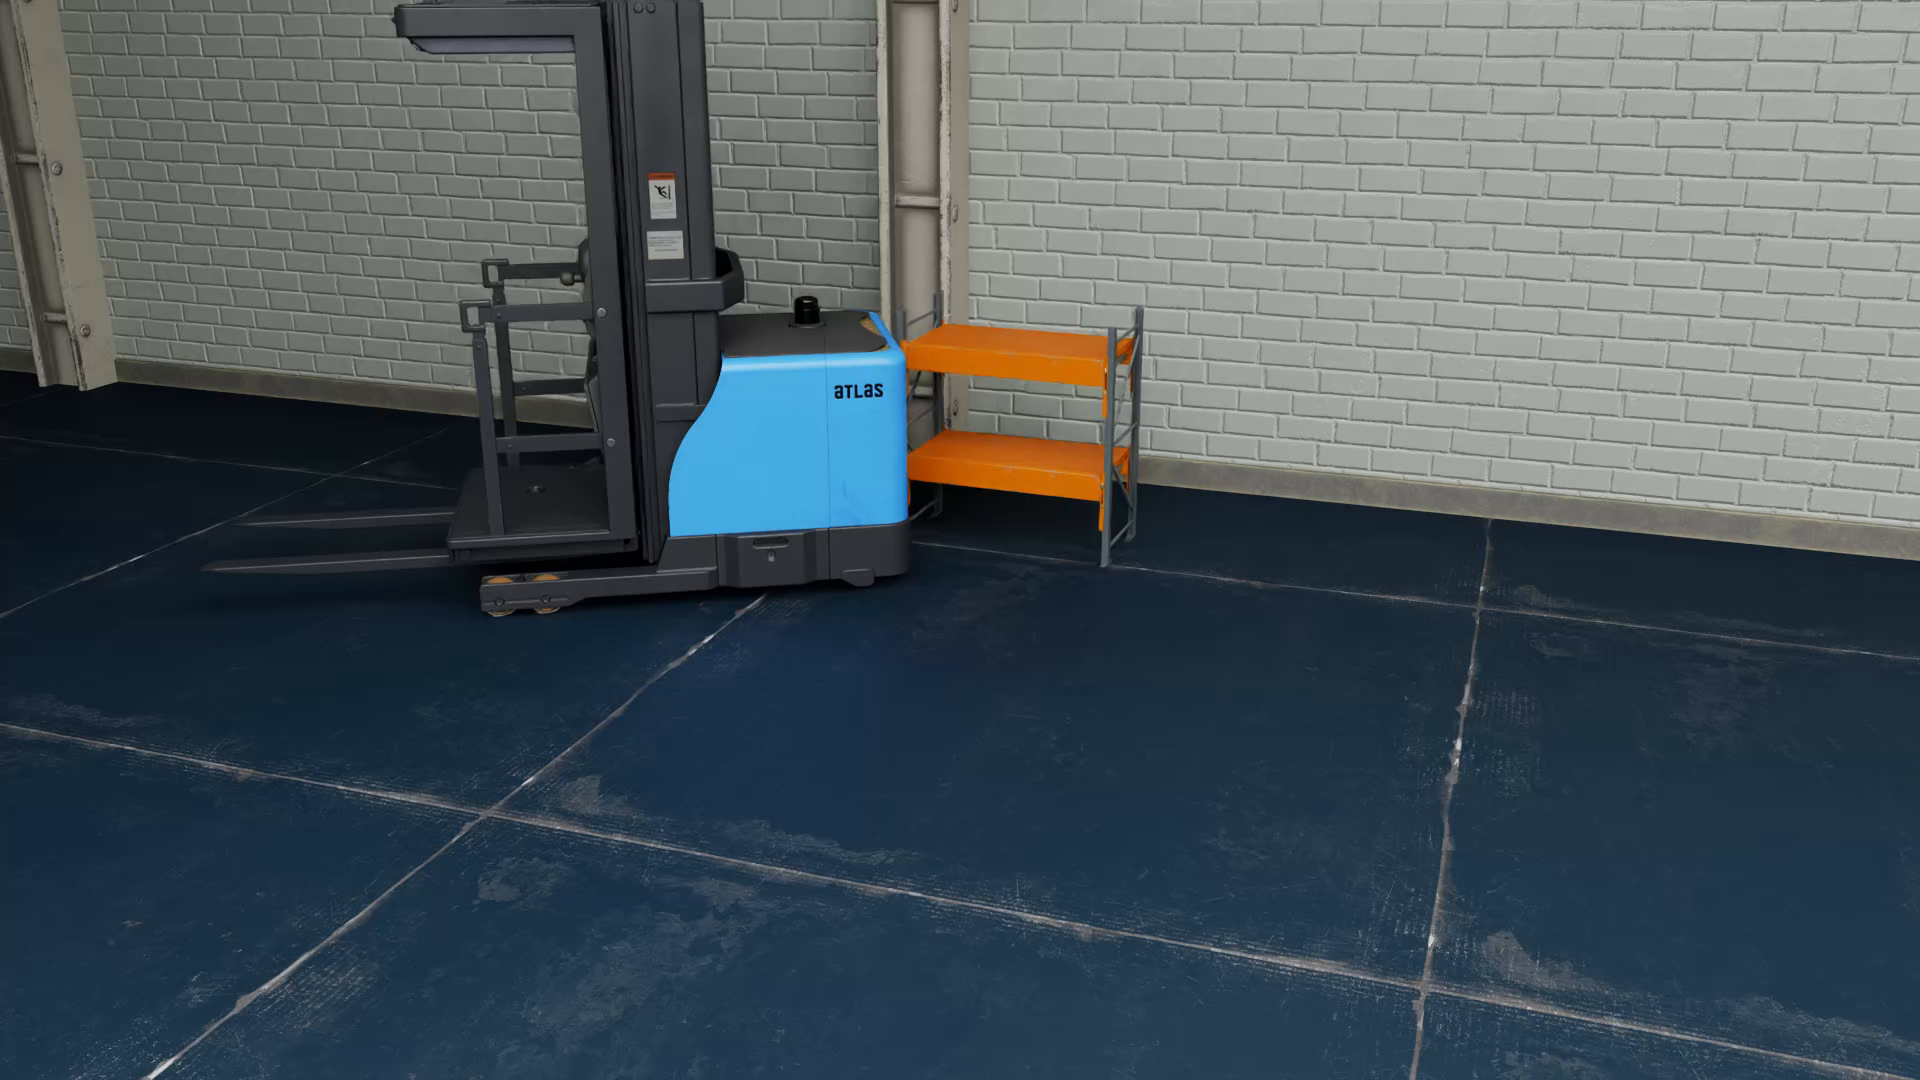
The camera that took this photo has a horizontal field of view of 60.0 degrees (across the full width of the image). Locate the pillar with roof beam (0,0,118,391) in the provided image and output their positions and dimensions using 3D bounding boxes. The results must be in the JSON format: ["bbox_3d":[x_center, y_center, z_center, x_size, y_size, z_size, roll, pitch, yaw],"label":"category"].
[{"bbox_3d":[-7.270,-3.955,5.752,0.400,9.000,9.100,7,20,18],"label":"pillar with roof beam"}]

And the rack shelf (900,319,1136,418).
[{"bbox_3d":[0.282,-0.817,7.822,1.000,0.278,0.538,7,20,20],"label":"rack shelf"}]

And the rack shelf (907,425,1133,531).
[{"bbox_3d":[0.282,-0.310,7.999,1.000,0.278,0.538,7,20,20],"label":"rack shelf"}]

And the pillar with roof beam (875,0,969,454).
[{"bbox_3d":[-1.602,-3.307,3.892,0.400,9.000,9.100,7,20,18],"label":"pillar with roof beam"}]

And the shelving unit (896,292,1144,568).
[{"bbox_3d":[0.282,-0.541,7.918,1.048,1.125,0.538,7,20,20],"label":"shelving unit"}]

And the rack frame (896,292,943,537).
[{"bbox_3d":[-0.192,-0.601,8.090,0.032,1.125,0.500,7,20,20],"label":"rack frame"}]

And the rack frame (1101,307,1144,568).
[{"bbox_3d":[0.757,-0.481,7.746,0.032,1.125,0.500,7,20,20],"label":"rack frame"}]

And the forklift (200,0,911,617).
[{"bbox_3d":[-1.786,-1.243,7.191,3.031,2.935,1.130,-3,20,-10],"label":"forklift"}]
